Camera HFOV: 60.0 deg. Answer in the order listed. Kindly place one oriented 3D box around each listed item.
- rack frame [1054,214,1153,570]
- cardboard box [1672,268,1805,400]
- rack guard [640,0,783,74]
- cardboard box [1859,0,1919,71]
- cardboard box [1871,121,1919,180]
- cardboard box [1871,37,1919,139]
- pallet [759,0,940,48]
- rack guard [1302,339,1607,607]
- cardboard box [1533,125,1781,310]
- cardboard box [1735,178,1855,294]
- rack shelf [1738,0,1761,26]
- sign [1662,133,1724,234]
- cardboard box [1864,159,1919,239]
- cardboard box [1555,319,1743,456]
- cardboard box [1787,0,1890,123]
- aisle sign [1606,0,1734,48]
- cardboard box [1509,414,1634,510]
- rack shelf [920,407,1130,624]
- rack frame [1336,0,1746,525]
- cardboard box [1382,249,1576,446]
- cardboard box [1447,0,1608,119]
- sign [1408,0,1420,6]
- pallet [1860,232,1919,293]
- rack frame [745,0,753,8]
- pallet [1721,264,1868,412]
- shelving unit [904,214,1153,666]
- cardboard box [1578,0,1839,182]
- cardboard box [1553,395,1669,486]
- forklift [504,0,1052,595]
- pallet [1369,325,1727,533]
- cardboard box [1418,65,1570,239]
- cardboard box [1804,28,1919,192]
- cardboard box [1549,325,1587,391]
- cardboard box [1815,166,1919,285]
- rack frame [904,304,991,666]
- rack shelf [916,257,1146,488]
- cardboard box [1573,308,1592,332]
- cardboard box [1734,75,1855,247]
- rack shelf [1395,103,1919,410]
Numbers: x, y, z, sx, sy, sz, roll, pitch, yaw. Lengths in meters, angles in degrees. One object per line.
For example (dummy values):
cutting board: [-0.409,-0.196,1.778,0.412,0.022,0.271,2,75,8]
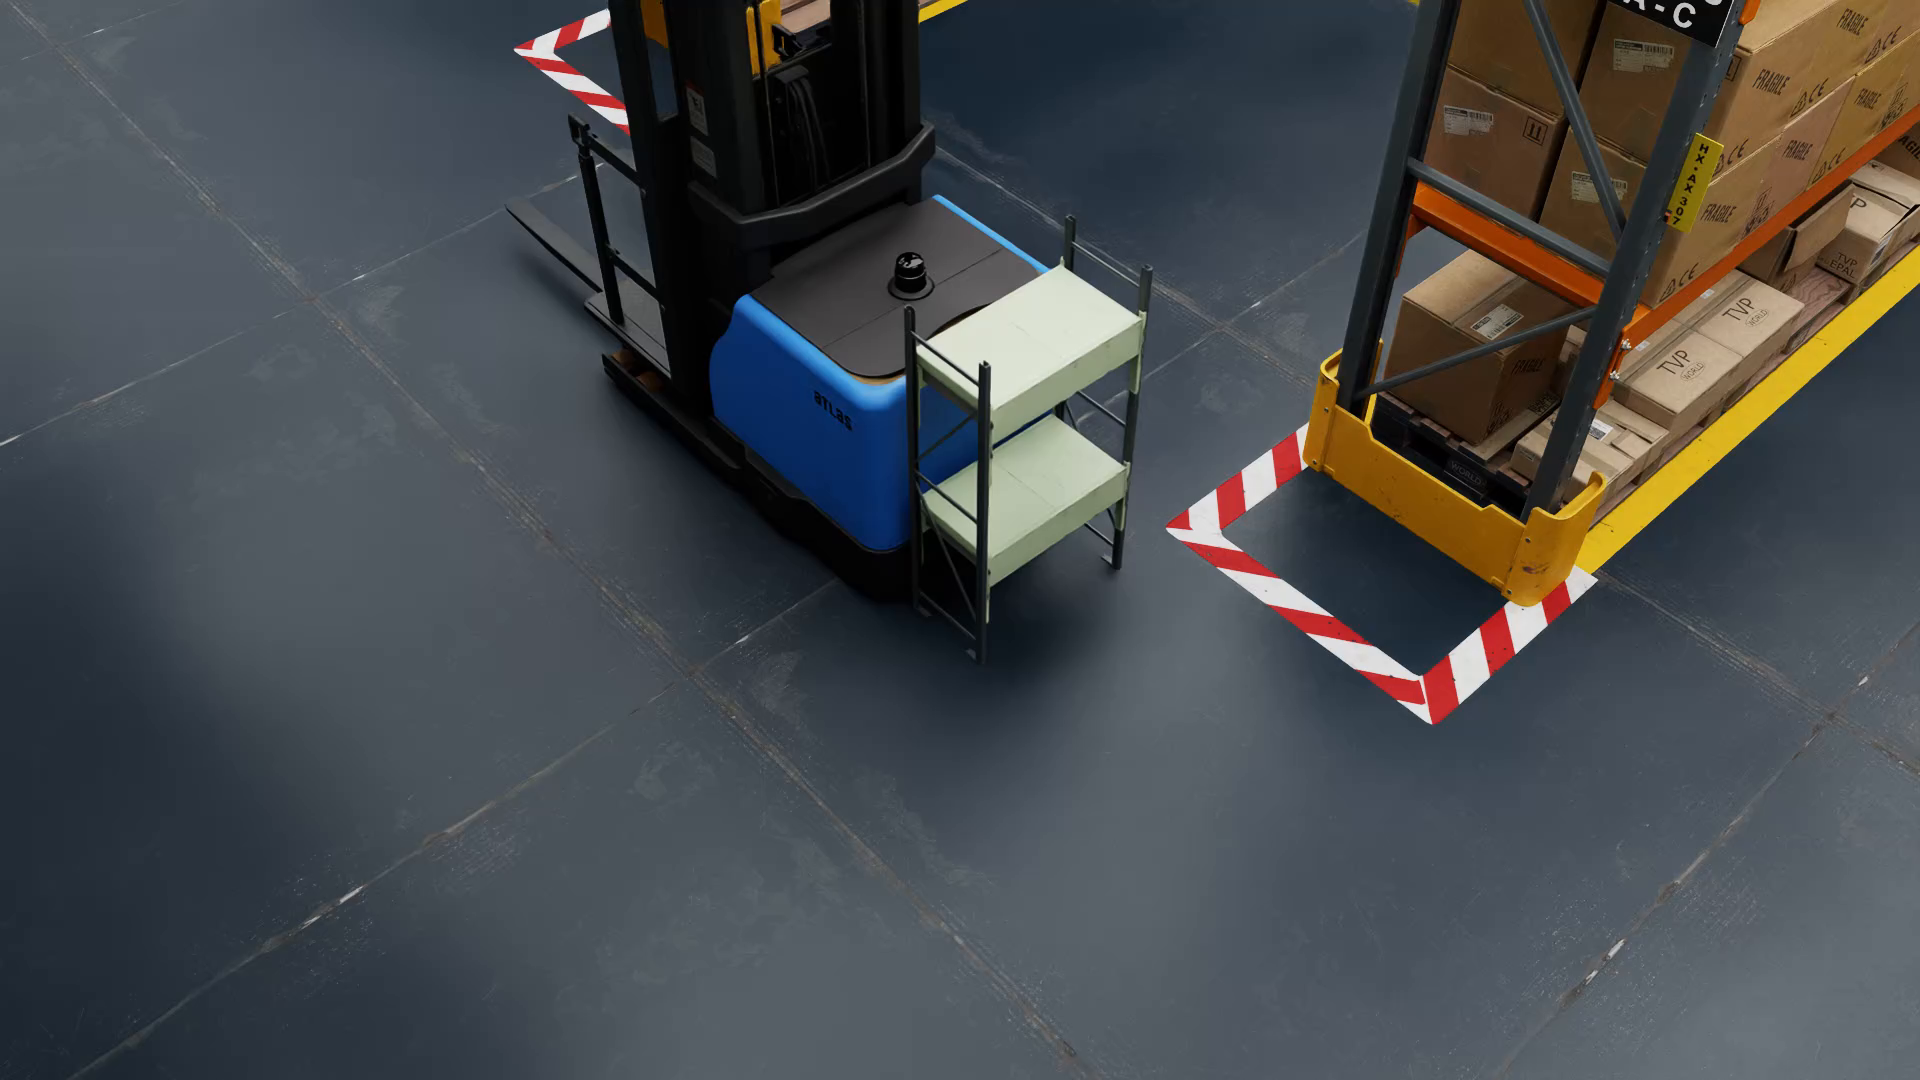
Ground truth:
rack frame: [0.504,-0.502,6.193,0.023,1.500,0.400,-33,55,-27]
cardboard box: [3.226,-0.926,7.135,0.500,0.250,0.500,-34,56,-27]
rack guard: [-1.446,-2.929,9.112,0.348,0.500,1.175,-34,56,-27]
cardboard box: [3.154,-2.056,5.858,0.500,0.500,0.500,-33,55,-27]
cardboard box: [4.622,-1.943,7.904,0.500,0.500,0.500,-34,56,-27]
cardboard box: [3.521,-1.961,6.450,0.500,0.500,0.500,-33,55,-27]
pallet: [-0.800,-3.237,9.593,1.213,0.211,1.003,-34,56,-27]
rack guard: [1.949,-0.290,6.677,0.348,0.500,1.175,-34,56,-27]
cardboard box: [2.399,-1.210,5.758,0.500,0.500,0.500,-33,55,-26]
cardboard box: [3.466,-1.449,7.445,0.637,0.503,0.797,-34,56,-27]
rack shelf: [3.373,-2.862,5.799,4.000,0.370,1.077,-34,56,-27]
sign: [2.258,-1.099,5.134,0.005,0.325,0.100,-34,56,-27]
cardboard box: [4.385,-1.606,7.832,0.250,0.149,0.380,-34,56,-27]
cardboard box: [2.856,-0.679,6.907,0.500,0.250,0.500,-34,56,-27]
cardboard box: [2.780,-1.812,5.632,0.500,0.500,0.500,-33,55,-27]
aisle sign: [2.040,-1.788,4.590,0.004,0.787,0.394,-34,56,-27]
cardboard box: [2.434,-0.303,6.629,0.250,0.149,0.380,-34,56,-27]
rack shelf: [0.230,-0.103,6.267,0.720,0.370,0.431,-33,55,-27]
rack frame: [1.893,-1.100,5.724,0.127,3.000,1.000,-34,56,-27]
cardboard box: [2.129,-0.804,6.853,0.500,0.500,0.500,-34,56,-27]
cardboard box: [2.037,-1.843,5.661,0.500,0.500,0.500,-34,56,-27]
sign: [1.534,-1.912,5.470,0.005,0.325,0.100,-34,56,-27]
pallet: [4.344,-1.793,8.261,1.213,0.211,1.003,-34,56,-27]
rack frame: [-1.437,-3.796,8.211,0.127,3.000,1.000,-34,56,-27]
pallet: [3.441,-1.187,7.702,1.213,0.211,1.003,-34,56,-27]
shelving unit: [0.230,-0.324,6.028,0.755,1.500,0.431,-33,55,-27]
cardboard box: [2.399,-1.549,5.390,0.500,0.500,0.500,-32,55,-26]
cardboard box: [2.619,-0.432,6.736,0.250,0.166,0.380,-34,56,-27]
forklift: [-0.922,-1.788,6.405,1.130,2.935,3.031,-33,55,-27]
pallet: [2.538,-0.587,7.148,1.213,0.211,1.003,-34,56,-27]
cardboard box: [2.041,-1.504,6.028,0.500,0.500,0.500,-32,55,-26]
cardboard box: [3.150,-1.715,6.223,0.500,0.500,0.500,-34,56,-27]
cardboard box: [2.490,-0.843,7.115,0.250,0.166,0.380,-34,56,-27]
cardboard box: [4.067,-1.509,7.631,0.500,0.311,0.500,-34,56,-27]
rack frame: [-0.044,-0.145,5.863,0.023,1.500,0.400,-33,55,-27]
rack shelf: [0.230,-0.588,5.741,0.720,0.370,0.431,-33,55,-27]
cardboard box: [2.852,-1.173,7.363,0.500,0.250,0.500,-34,56,-27]
cardboard box: [2.777,-1.468,5.996,0.500,0.500,0.500,-34,56,-27]
rack shelf: [3.373,-1.845,6.901,4.000,0.370,1.077,-34,56,-27]
